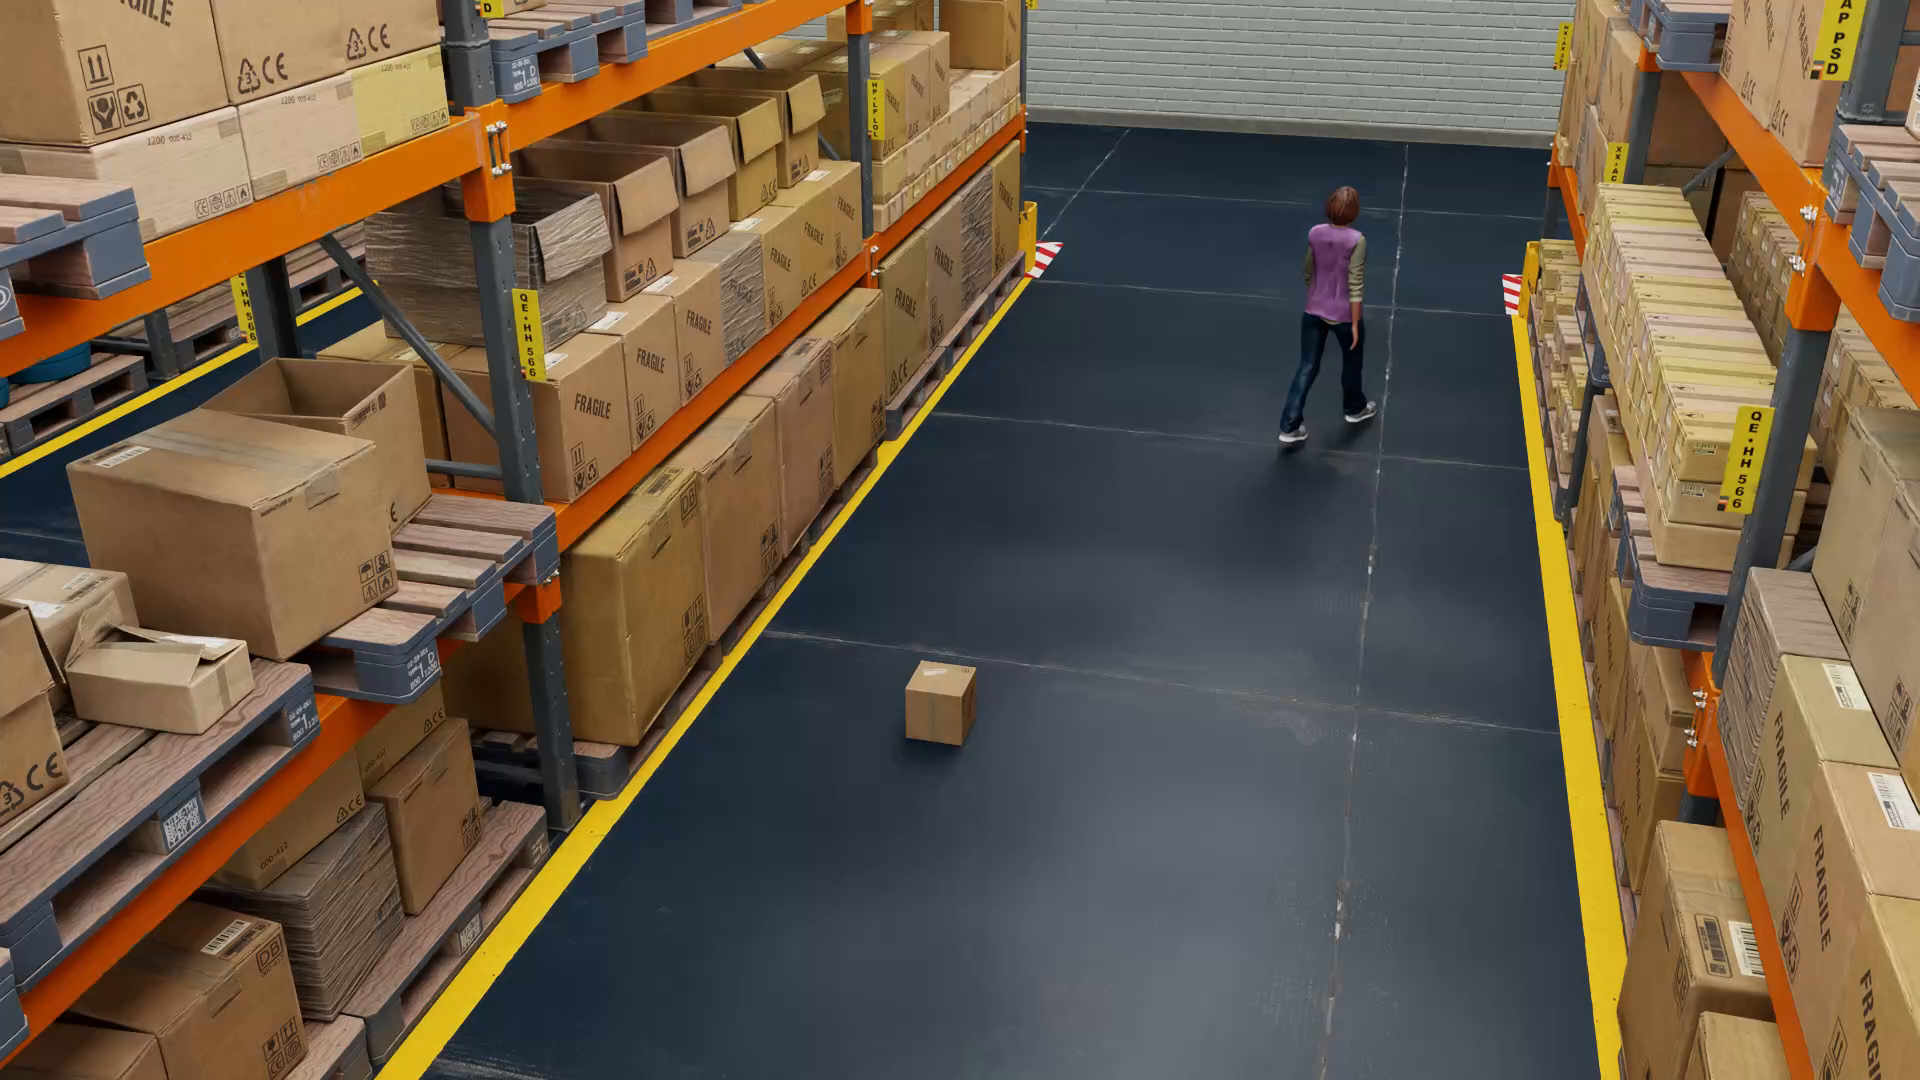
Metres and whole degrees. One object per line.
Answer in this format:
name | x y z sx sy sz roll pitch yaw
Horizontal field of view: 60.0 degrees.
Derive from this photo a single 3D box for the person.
person | 2.255 -1.381 9.977 0.449 1.538 0.927 17 31 32
